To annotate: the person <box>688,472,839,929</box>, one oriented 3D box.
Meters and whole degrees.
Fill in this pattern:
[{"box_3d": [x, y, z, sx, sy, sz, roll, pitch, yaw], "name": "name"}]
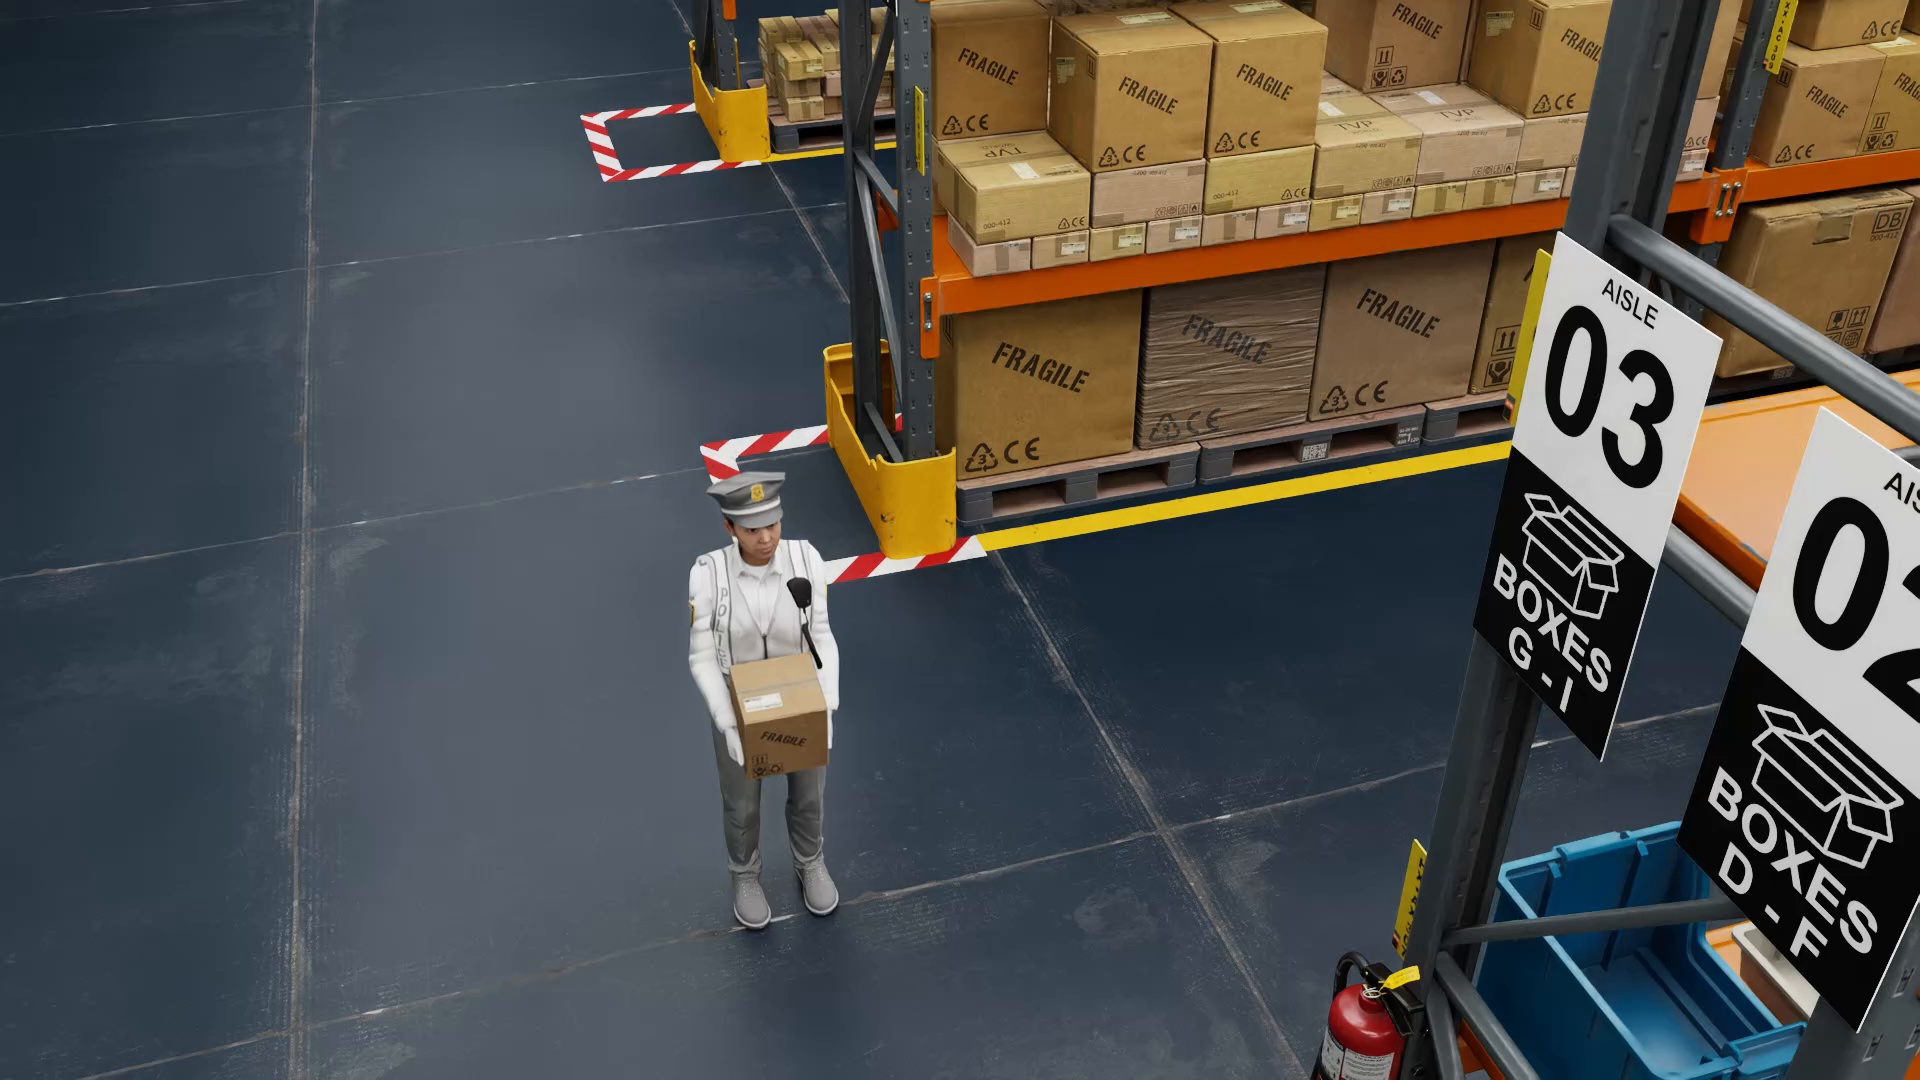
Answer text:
[{"box_3d": [-0.606, 0.566, 5.292, 0.459, 1.681, 0.554, -9, 35, -14], "name": "person"}]
